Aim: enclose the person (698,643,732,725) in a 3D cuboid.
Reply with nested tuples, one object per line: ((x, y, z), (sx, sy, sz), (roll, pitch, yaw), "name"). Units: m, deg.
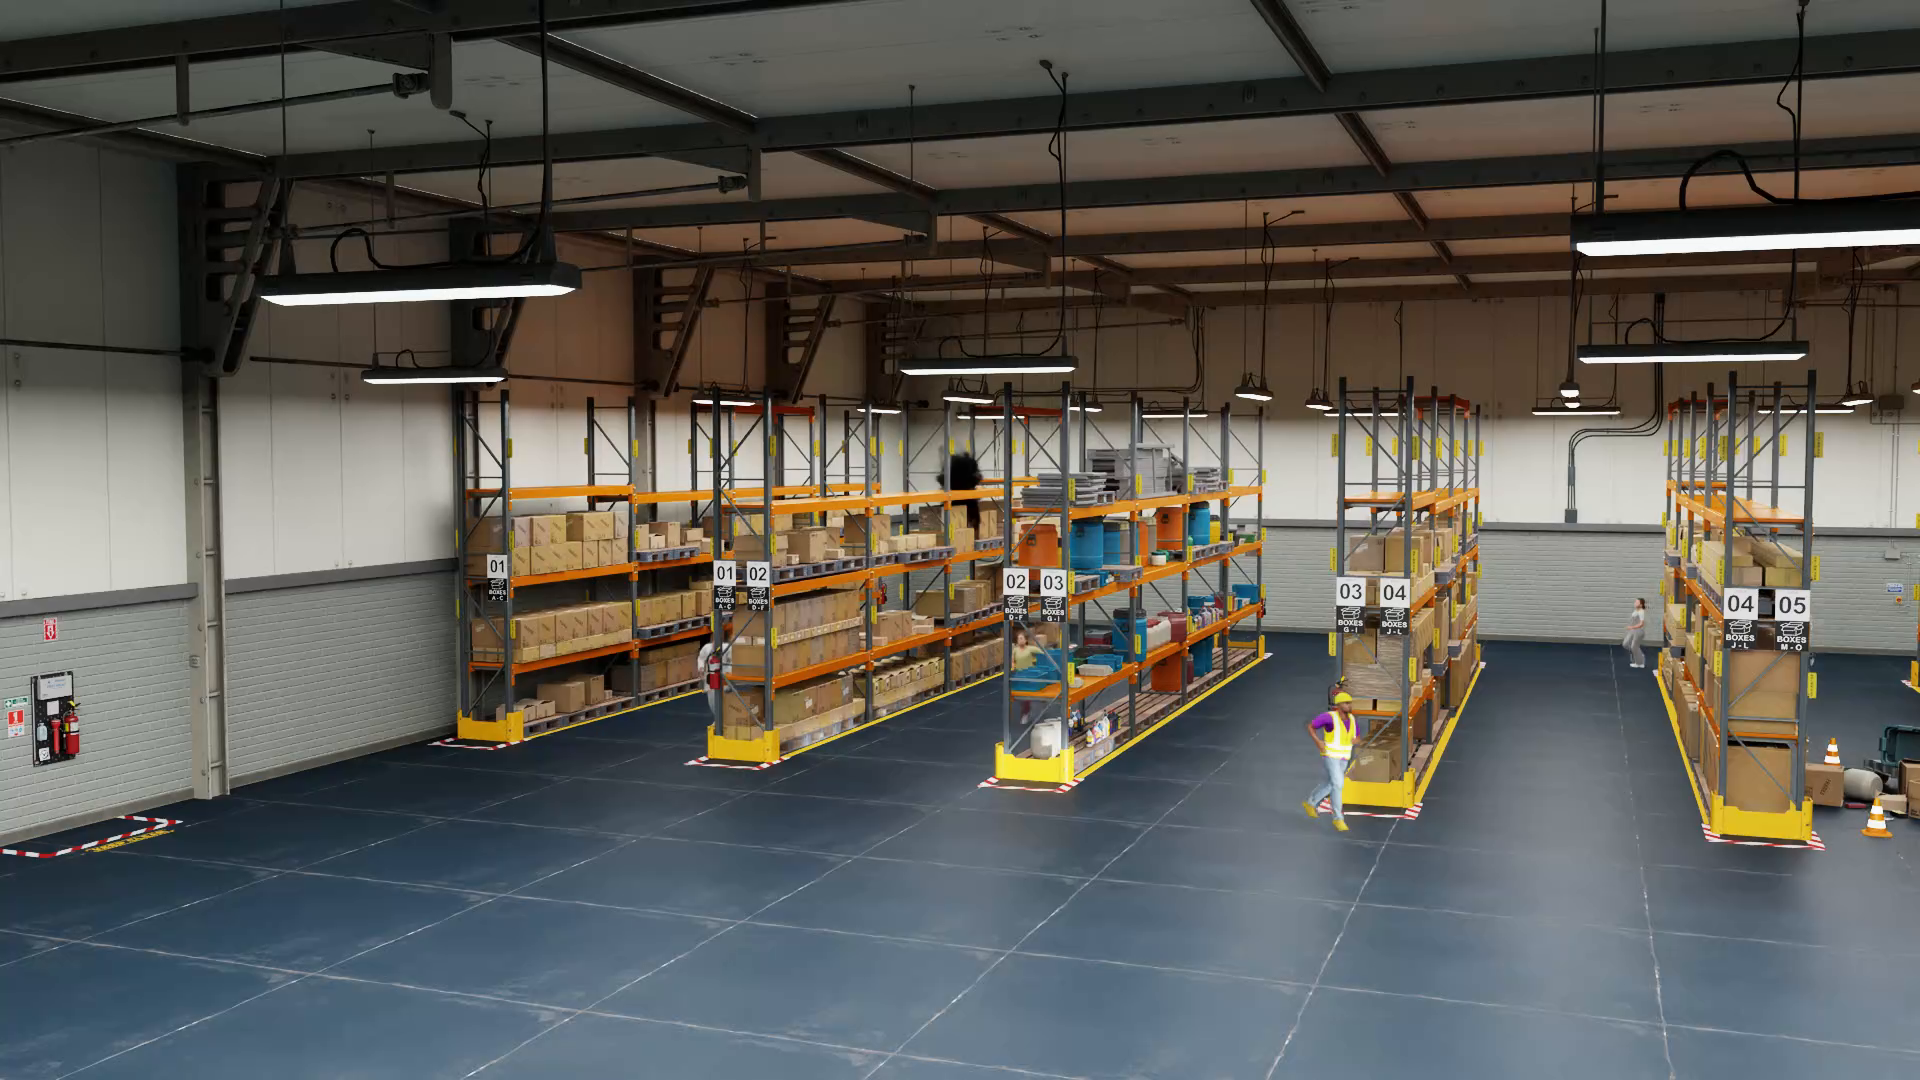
((-4.388, 2.586, 29.896), (0.716, 1.540, 0.569), (1, 3, 14), "person")

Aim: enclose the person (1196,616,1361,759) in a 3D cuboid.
((4.873, 2.168, 27.867), (6.640, 0.847, 10.413), (-2, 4, -32), "person")

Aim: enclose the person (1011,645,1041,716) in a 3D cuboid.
((1.189, 2.560, 30.214), (0.531, 1.308, 0.753), (2, 4, 28), "person")

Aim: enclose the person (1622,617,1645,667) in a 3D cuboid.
((15.379, 2.313, 37.891), (0.510, 1.182, 0.457), (0, 3, -2), "person")
